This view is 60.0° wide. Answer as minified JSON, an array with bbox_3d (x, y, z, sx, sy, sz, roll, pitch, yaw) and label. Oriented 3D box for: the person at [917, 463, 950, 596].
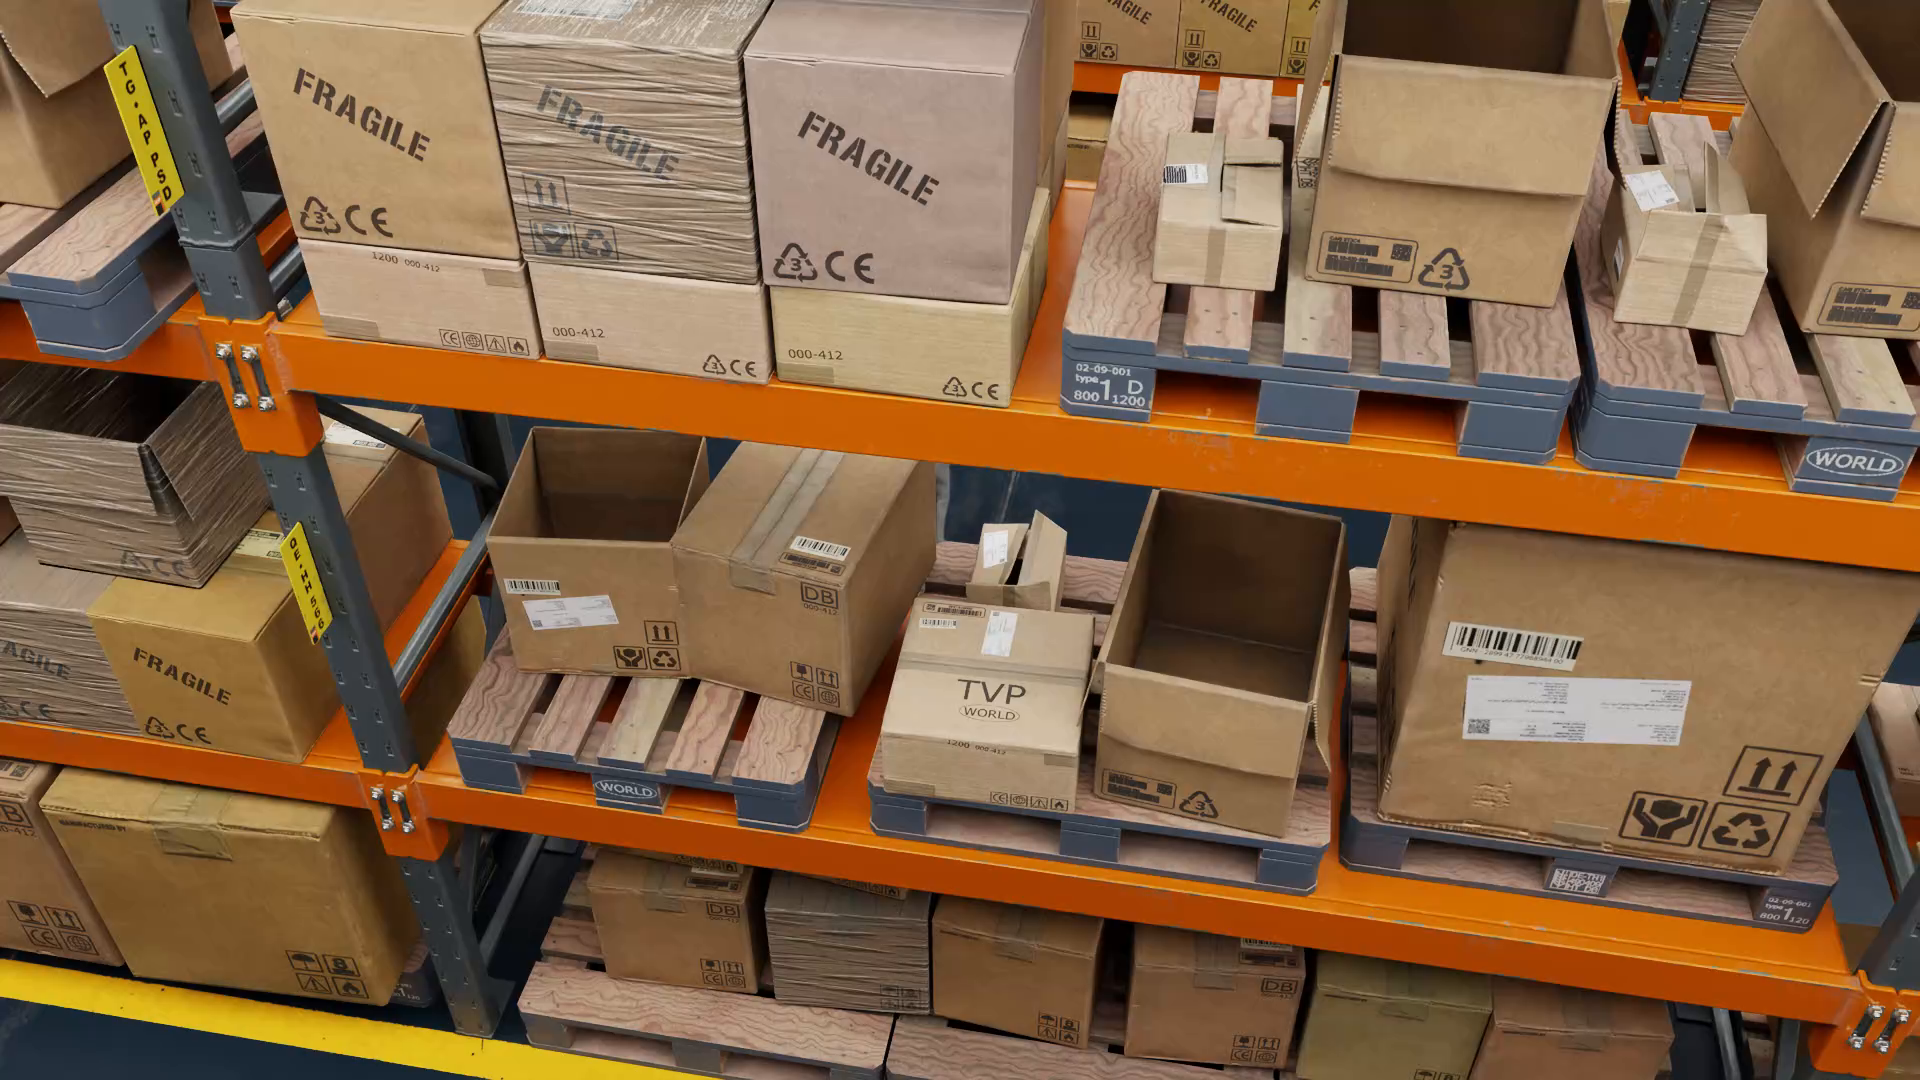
[{"bbox_3d":[-0.232,-0.486,6.751,0.410,1.646,0.528,6,41,7],"label":"person"}]
